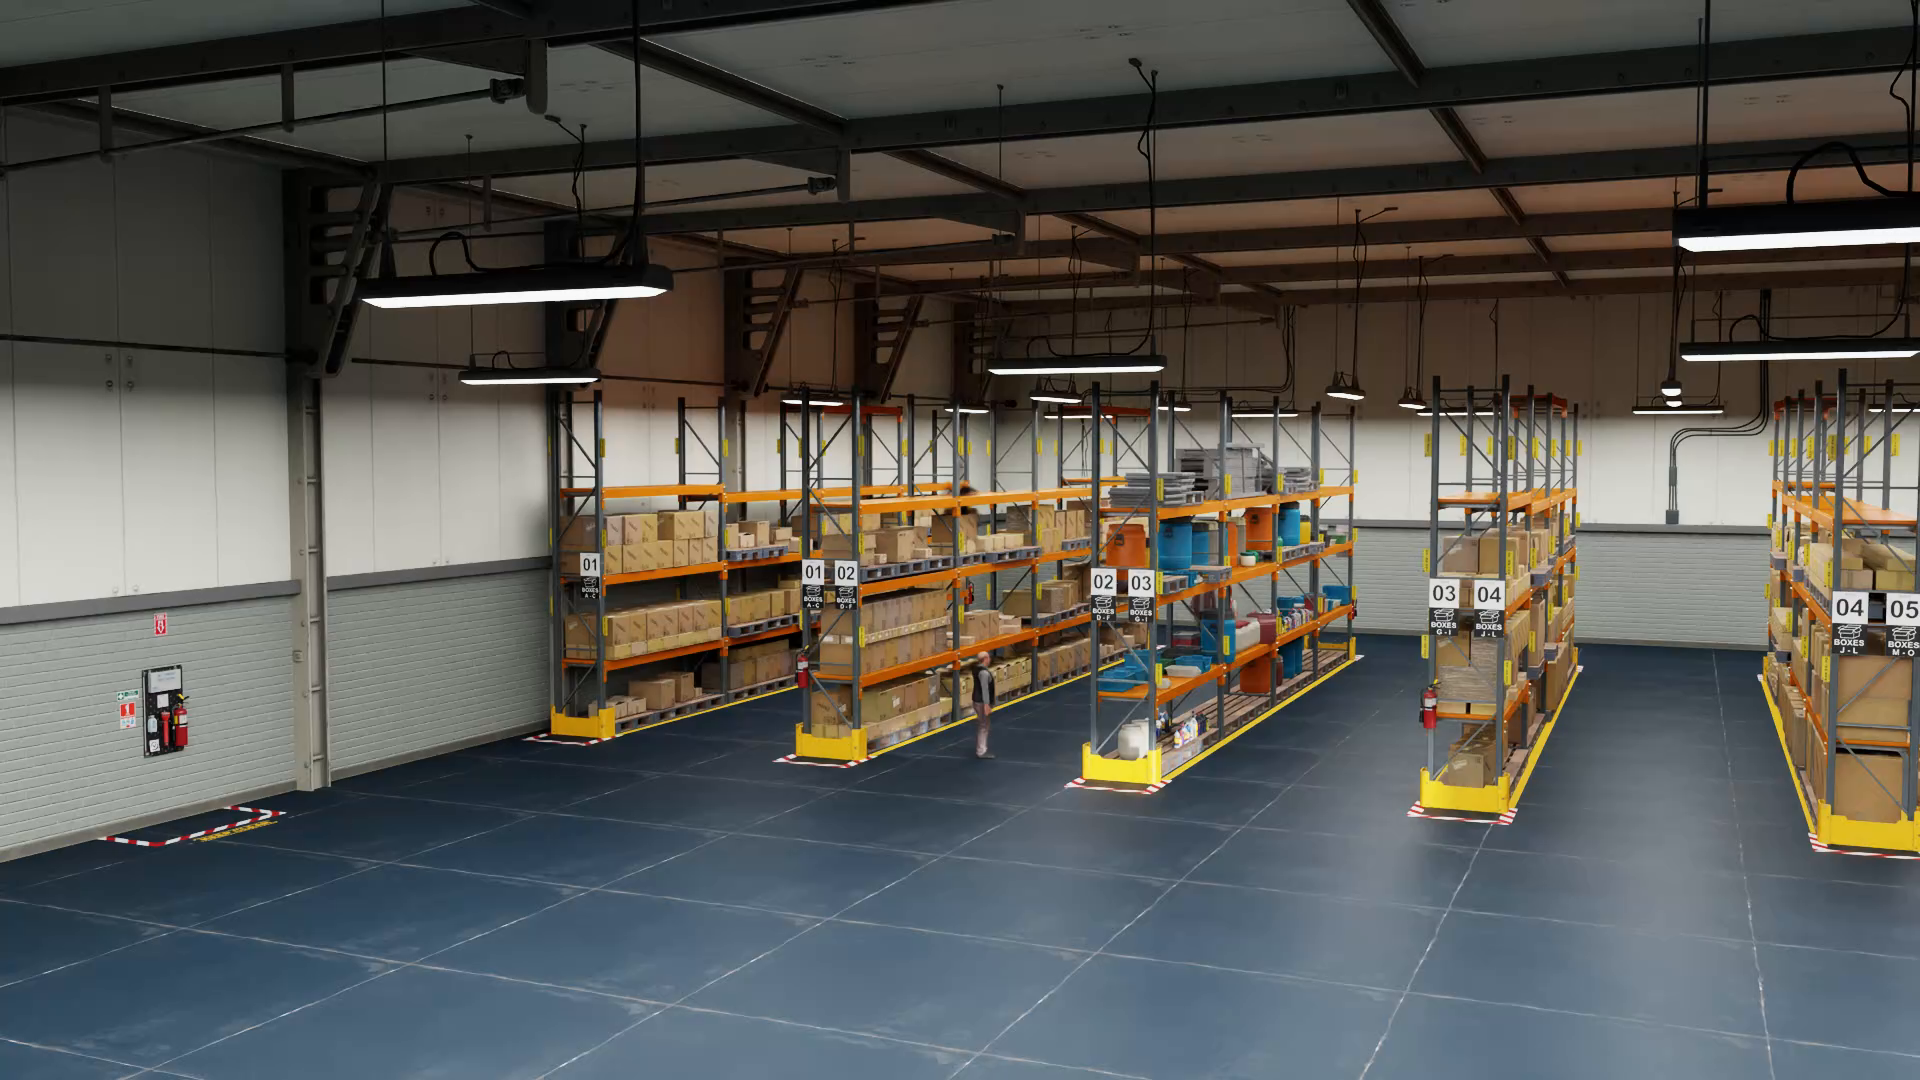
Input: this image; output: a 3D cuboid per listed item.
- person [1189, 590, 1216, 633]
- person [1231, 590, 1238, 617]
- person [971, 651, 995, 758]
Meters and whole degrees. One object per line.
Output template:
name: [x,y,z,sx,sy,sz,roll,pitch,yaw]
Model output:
person: [6.144,1.784,42.186,0.629,1.728,1.047,1,3,21]
person: [6.173,1.964,38.732,0.577,1.722,1.076,2,4,38]
person: [0.403,2.679,26.887,0.407,1.764,0.601,-1,3,-11]
